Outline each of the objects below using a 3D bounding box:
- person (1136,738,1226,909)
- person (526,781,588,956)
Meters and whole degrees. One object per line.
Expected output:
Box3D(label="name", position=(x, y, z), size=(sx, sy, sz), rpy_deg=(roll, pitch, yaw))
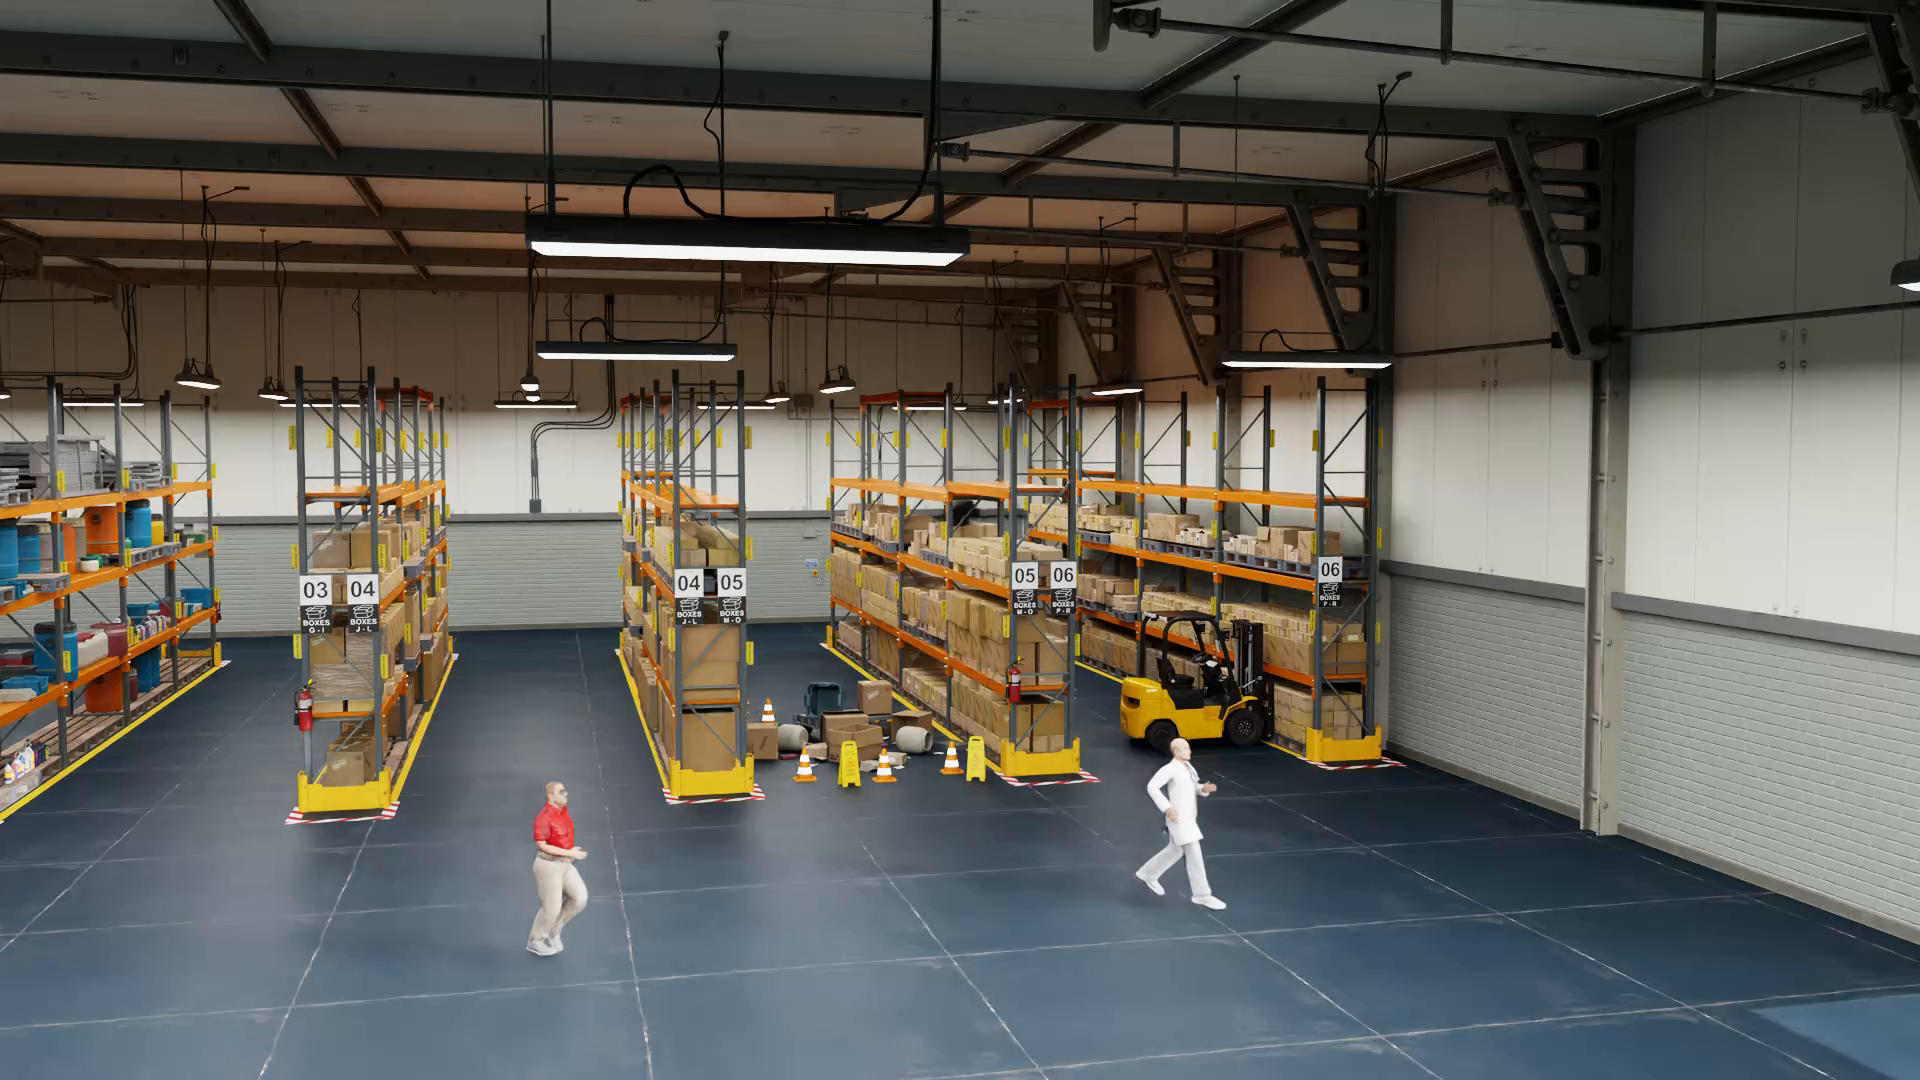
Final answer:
Box3D(label="person", position=(2.376, 3.015, 17.891), size=(1.053, 1.775, 0.697), rpy_deg=(2, 4, 25))
Box3D(label="person", position=(-3.885, 3.195, 16.155), size=(0.666, 1.727, 0.689), rpy_deg=(1, 4, 13))
